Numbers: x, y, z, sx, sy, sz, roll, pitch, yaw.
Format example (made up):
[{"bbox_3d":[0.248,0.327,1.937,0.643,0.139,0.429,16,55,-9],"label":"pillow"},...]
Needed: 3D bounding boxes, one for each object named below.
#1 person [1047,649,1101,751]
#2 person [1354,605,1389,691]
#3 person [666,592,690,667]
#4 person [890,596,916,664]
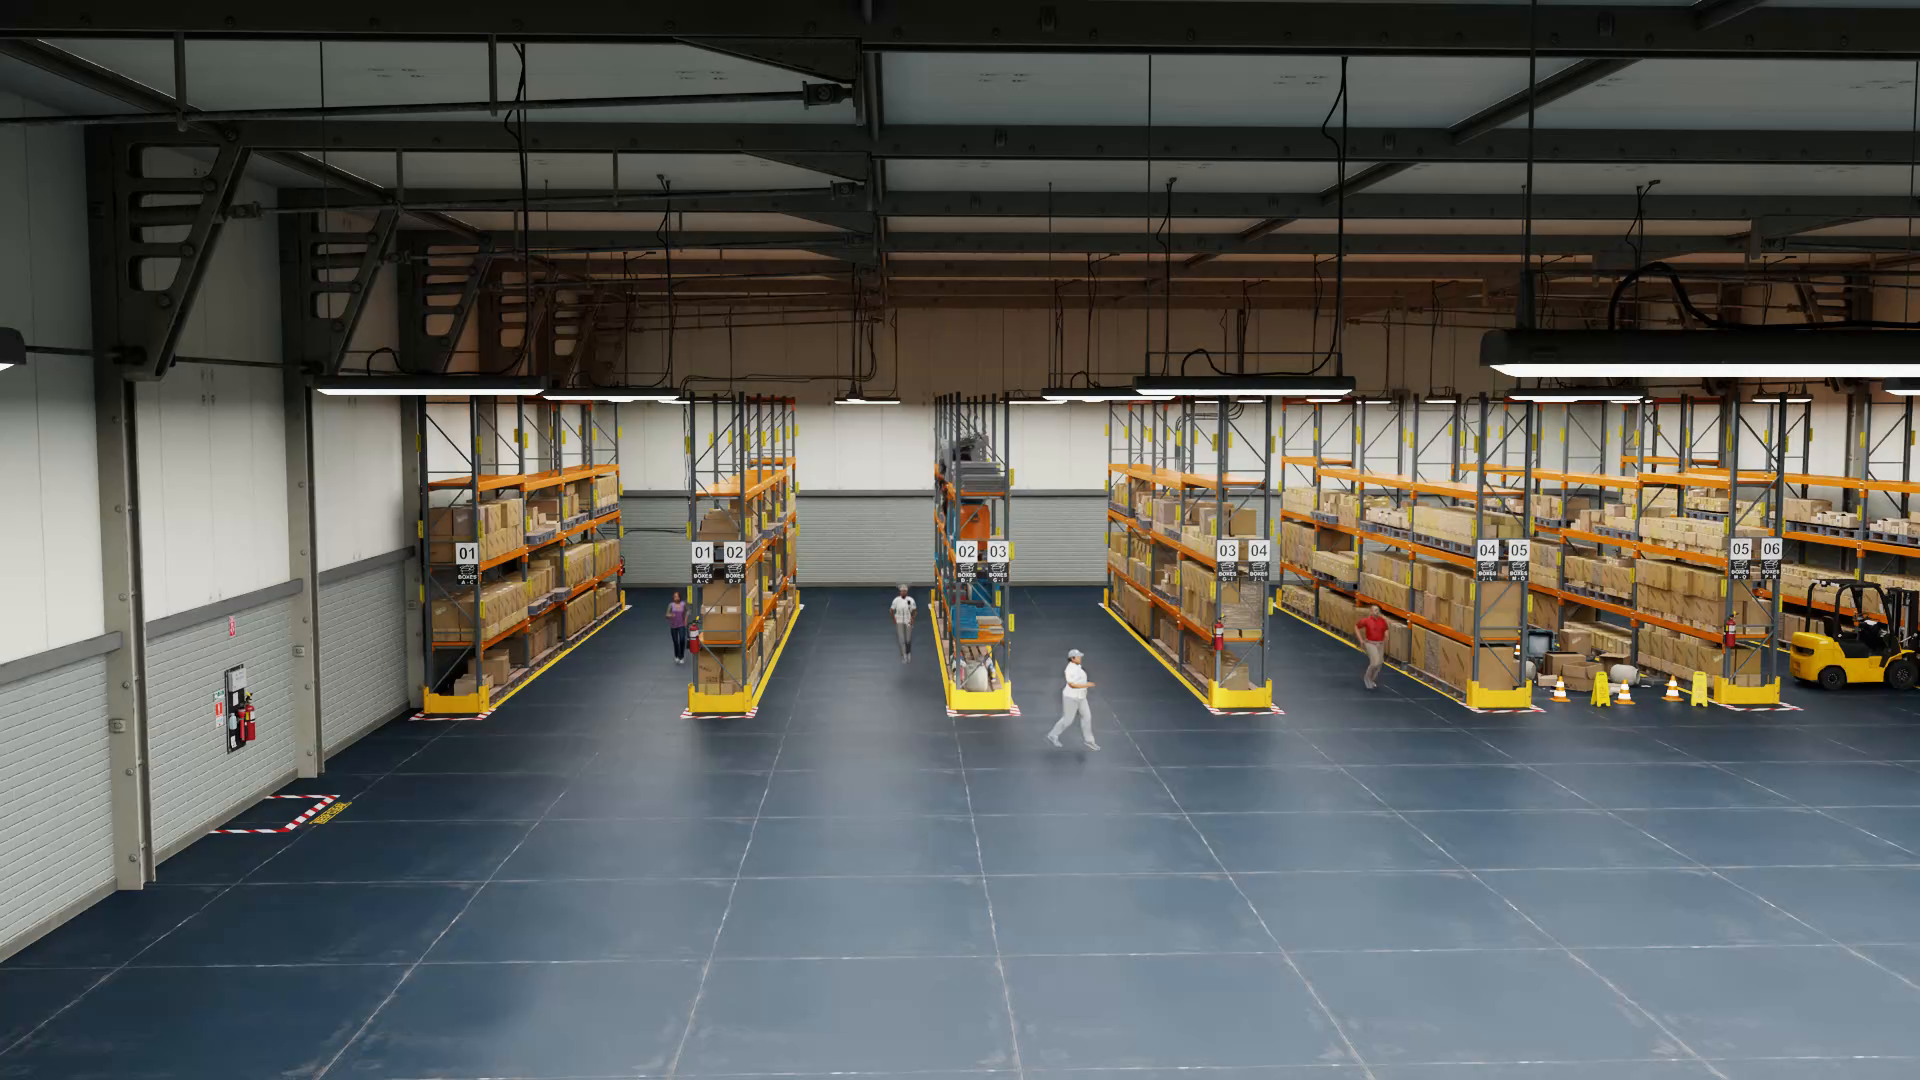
[{"bbox_3d":[1.892,2.660,27.681,0.893,1.696,0.567,2,5,23],"label":"person"},{"bbox_3d":[8.390,2.183,33.591,0.637,1.738,0.693,-2,5,-22],"label":"person"},{"bbox_3d":[-6.267,1.963,36.918,0.522,1.639,0.700,-1,5,-7],"label":"person"},{"bbox_3d":[-1.236,1.892,35.390,0.495,1.442,0.499,0,5,0],"label":"person"}]
